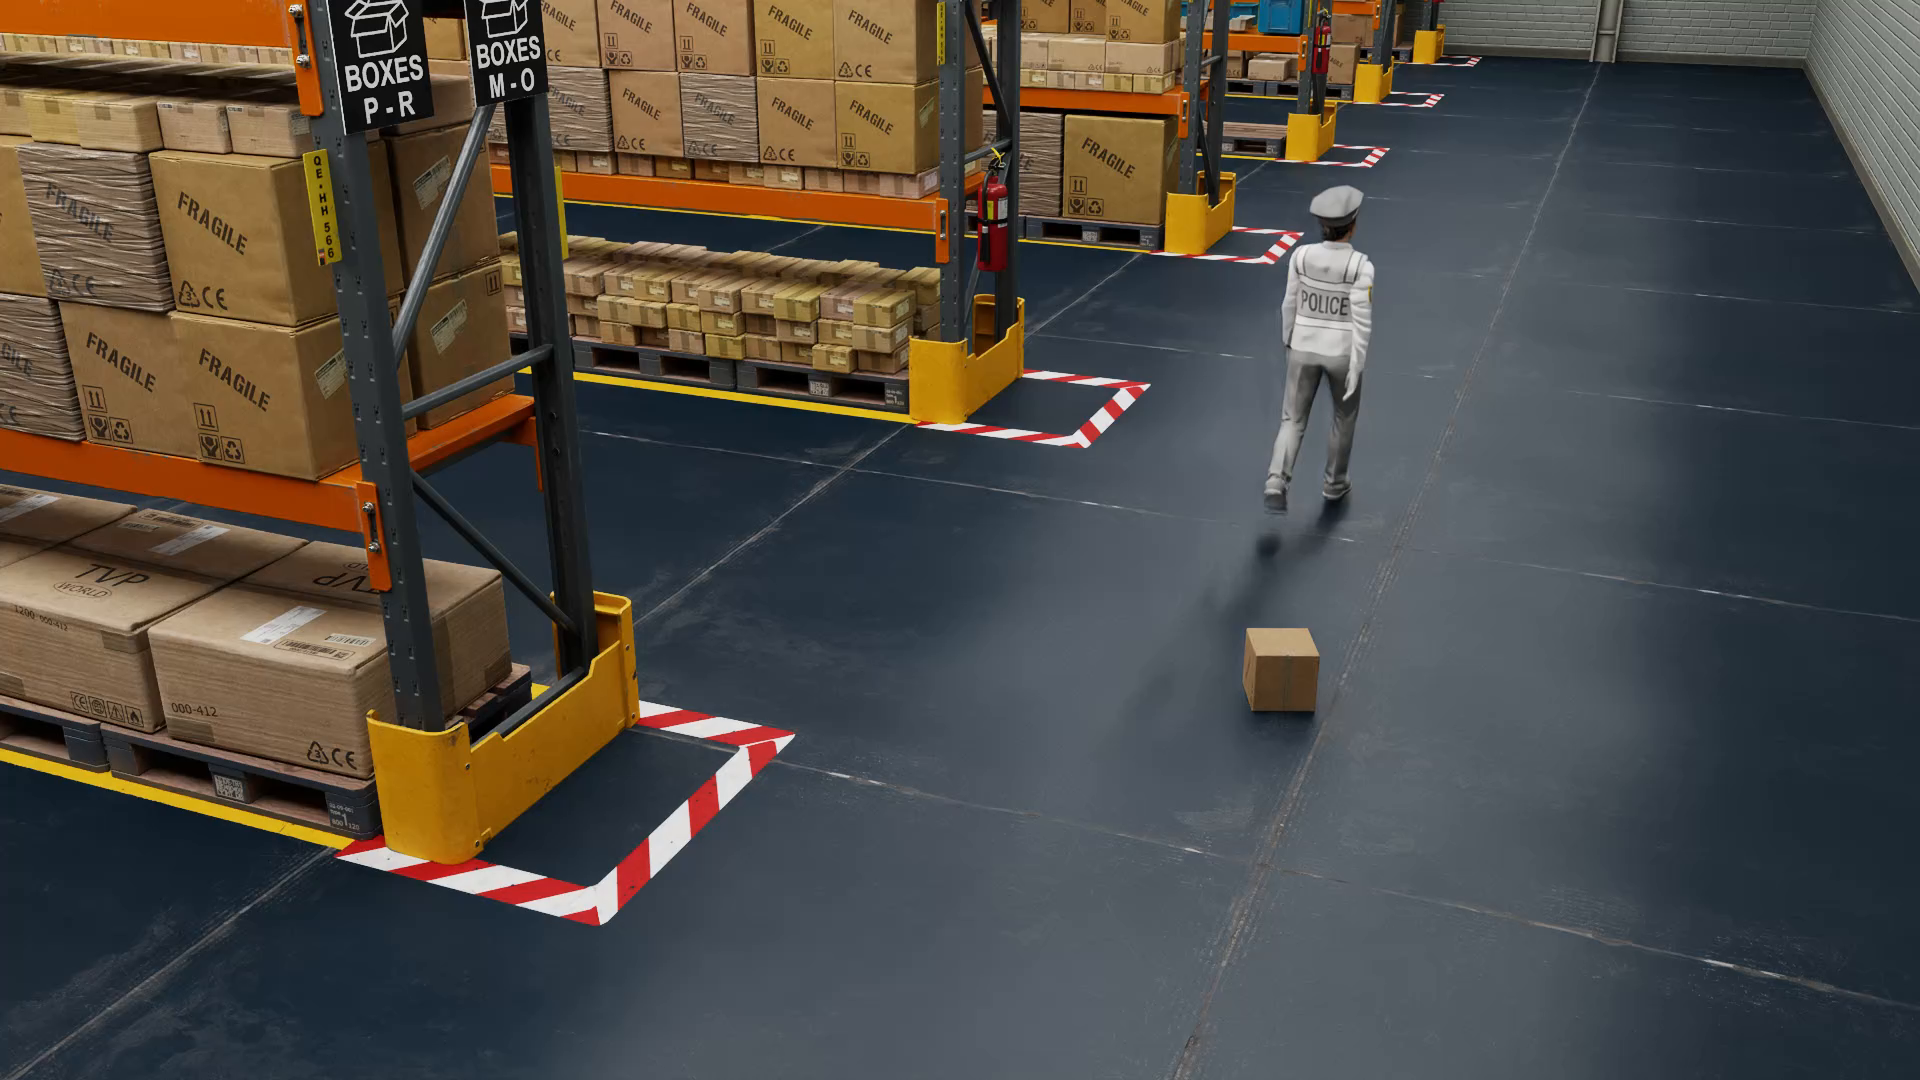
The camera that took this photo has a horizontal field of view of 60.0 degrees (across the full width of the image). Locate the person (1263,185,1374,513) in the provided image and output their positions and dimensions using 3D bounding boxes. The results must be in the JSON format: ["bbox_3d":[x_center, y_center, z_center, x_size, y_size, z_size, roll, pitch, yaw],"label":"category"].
[{"bbox_3d":[1.800,-0.919,8.251,0.476,1.643,0.901,11,25,24],"label":"person"}]
